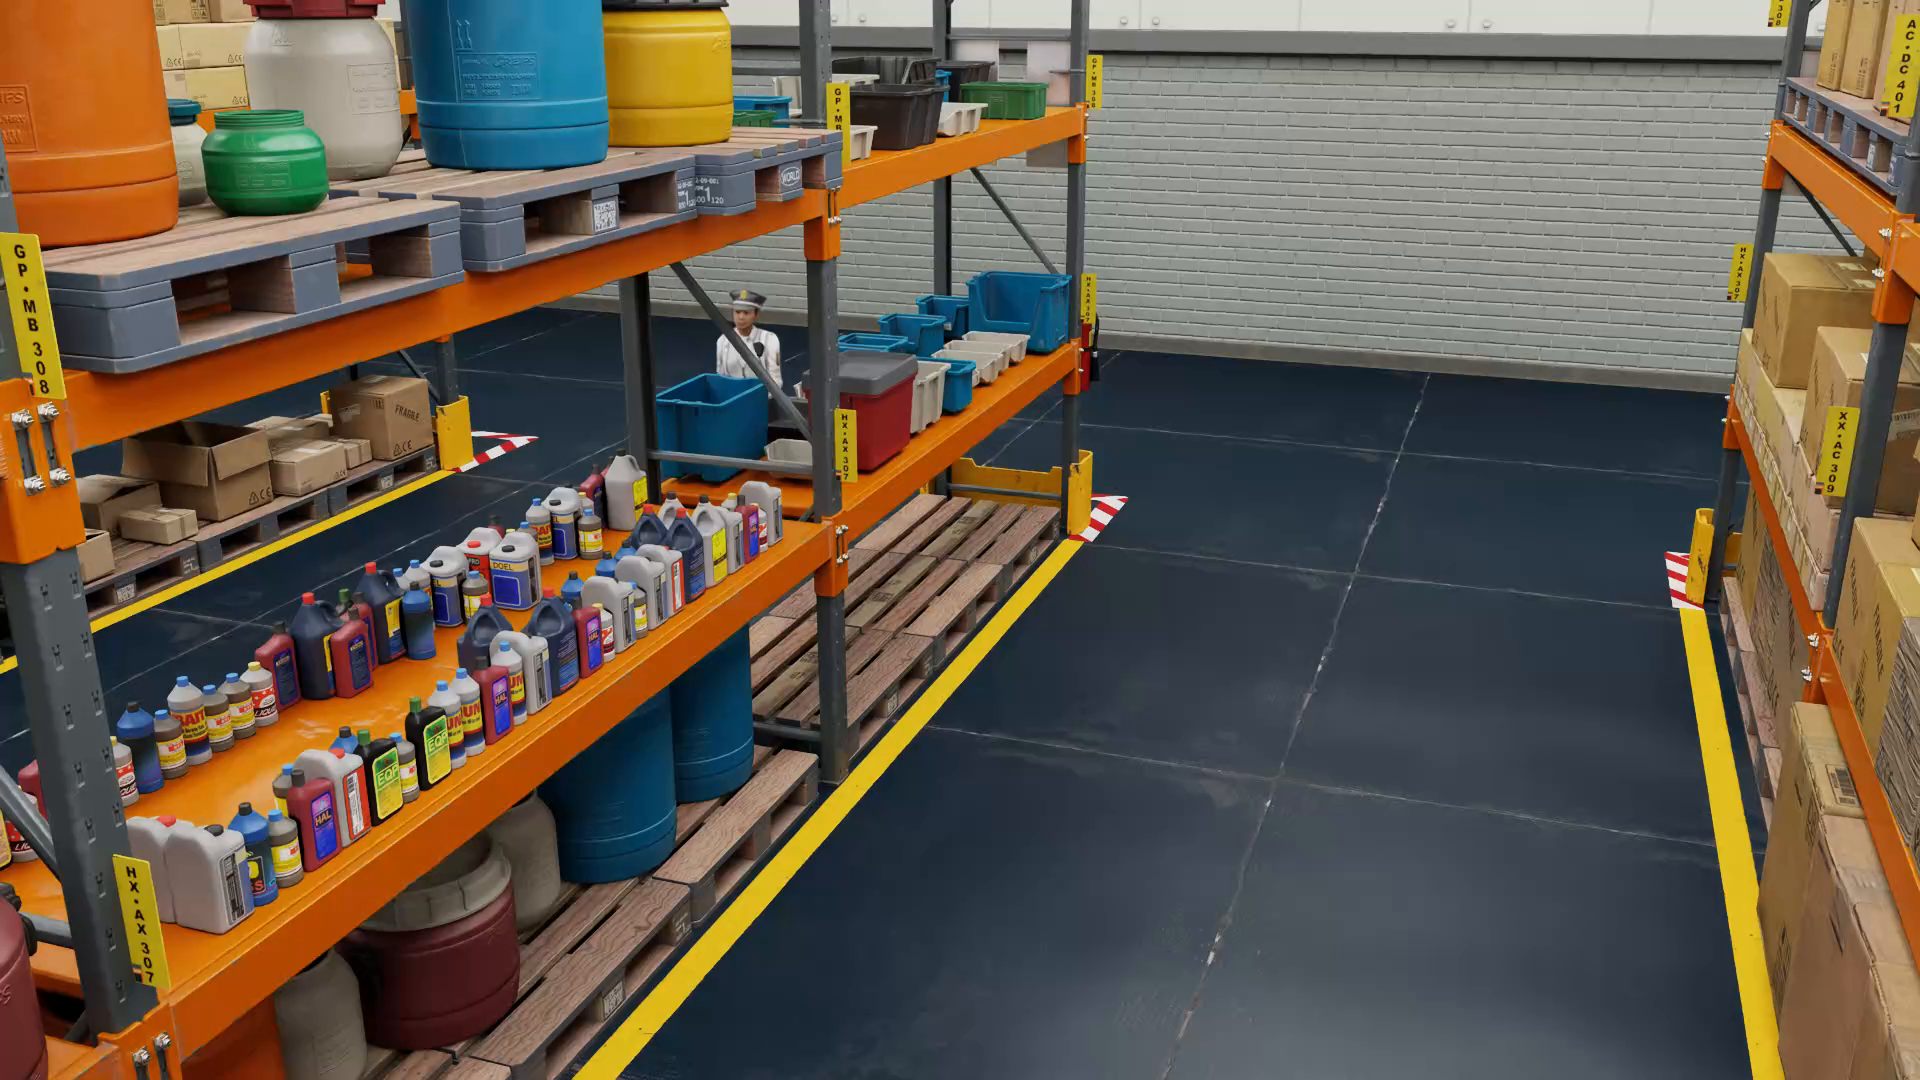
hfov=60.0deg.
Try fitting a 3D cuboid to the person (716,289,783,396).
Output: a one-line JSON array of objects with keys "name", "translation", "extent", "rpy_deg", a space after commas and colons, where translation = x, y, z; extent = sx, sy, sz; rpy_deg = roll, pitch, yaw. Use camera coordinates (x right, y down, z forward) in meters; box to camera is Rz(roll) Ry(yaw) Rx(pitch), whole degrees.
[{"name": "person", "translation": [-1.401, -0.870, 11.075], "extent": [0.463, 1.635, 0.972], "rpy_deg": [0, 19, -1]}]
